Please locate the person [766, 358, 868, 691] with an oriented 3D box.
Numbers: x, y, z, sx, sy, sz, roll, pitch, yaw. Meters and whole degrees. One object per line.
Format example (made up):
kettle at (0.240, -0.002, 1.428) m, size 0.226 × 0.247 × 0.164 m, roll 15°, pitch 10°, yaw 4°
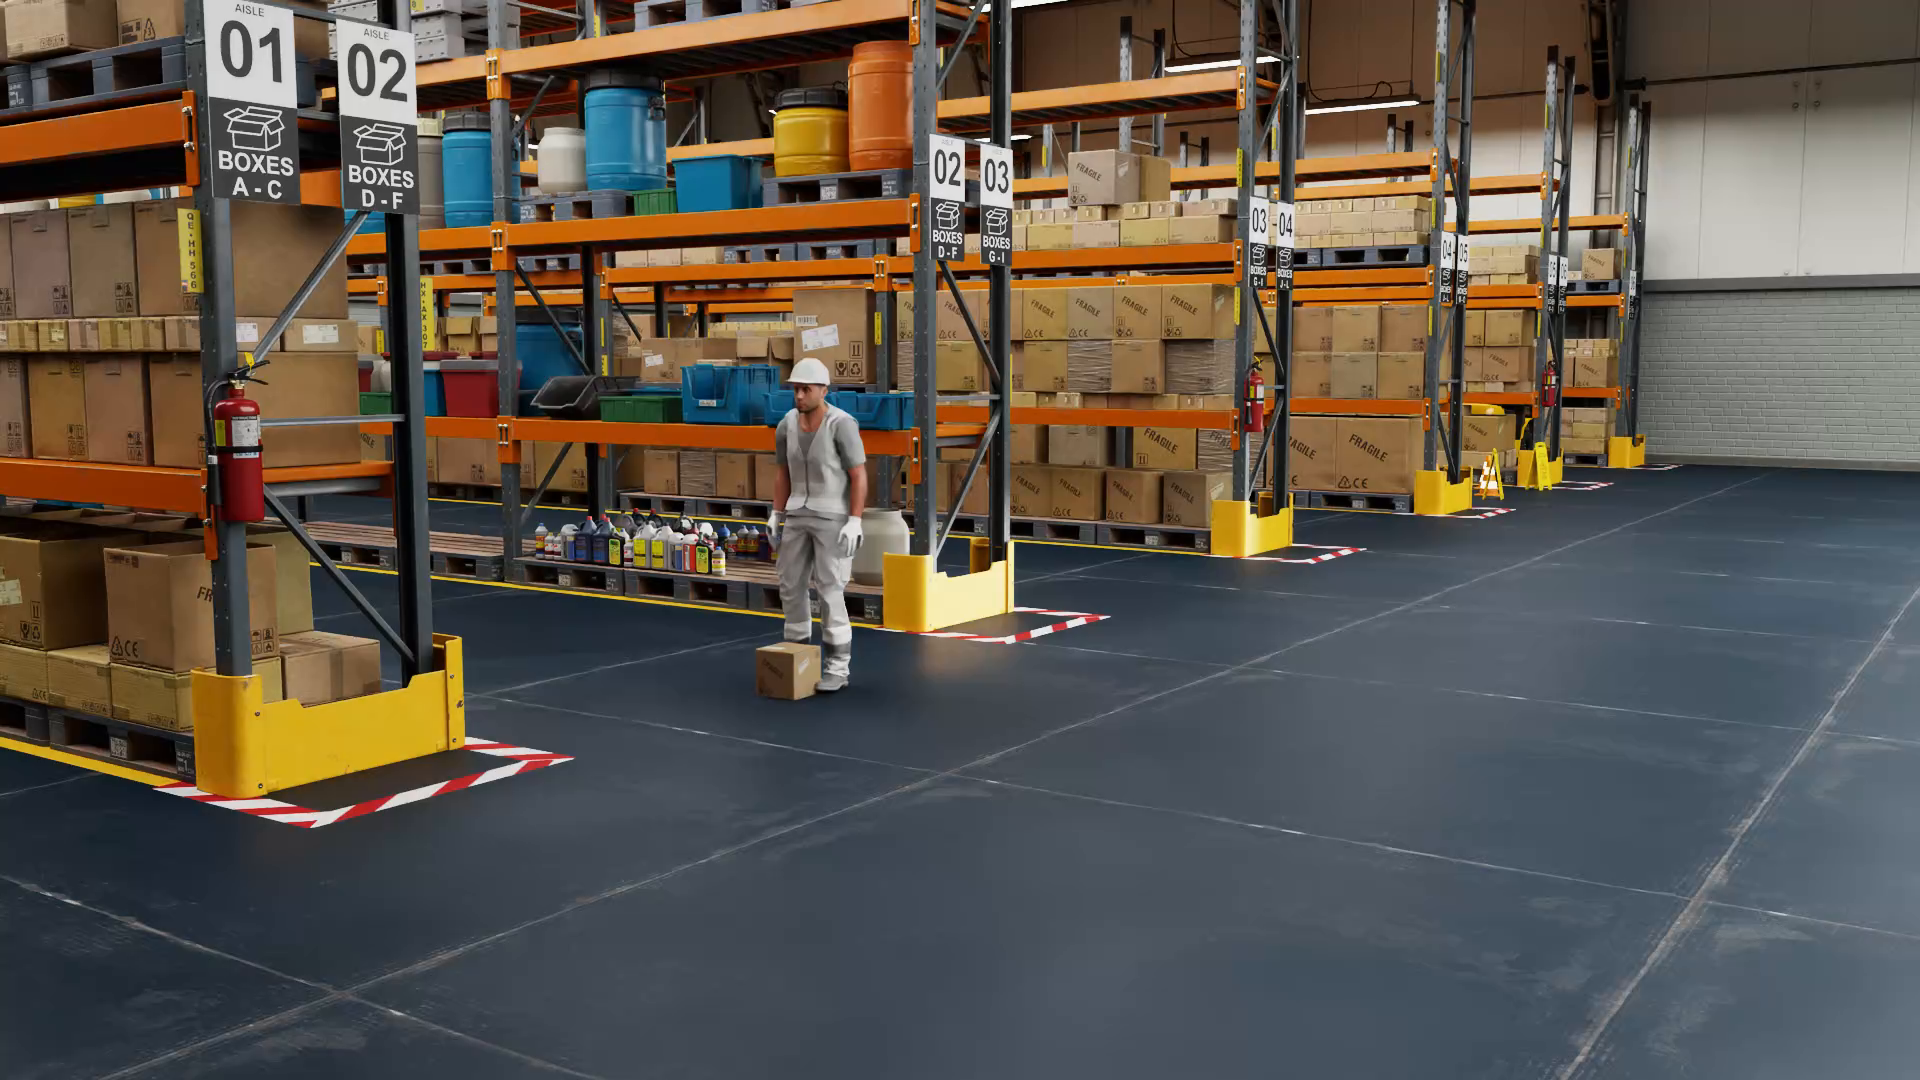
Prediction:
person at (-0.777, -0.084, 8.929) m, size 0.611 × 1.778 × 0.451 m, roll 4°, pitch 7°, yaw 30°
